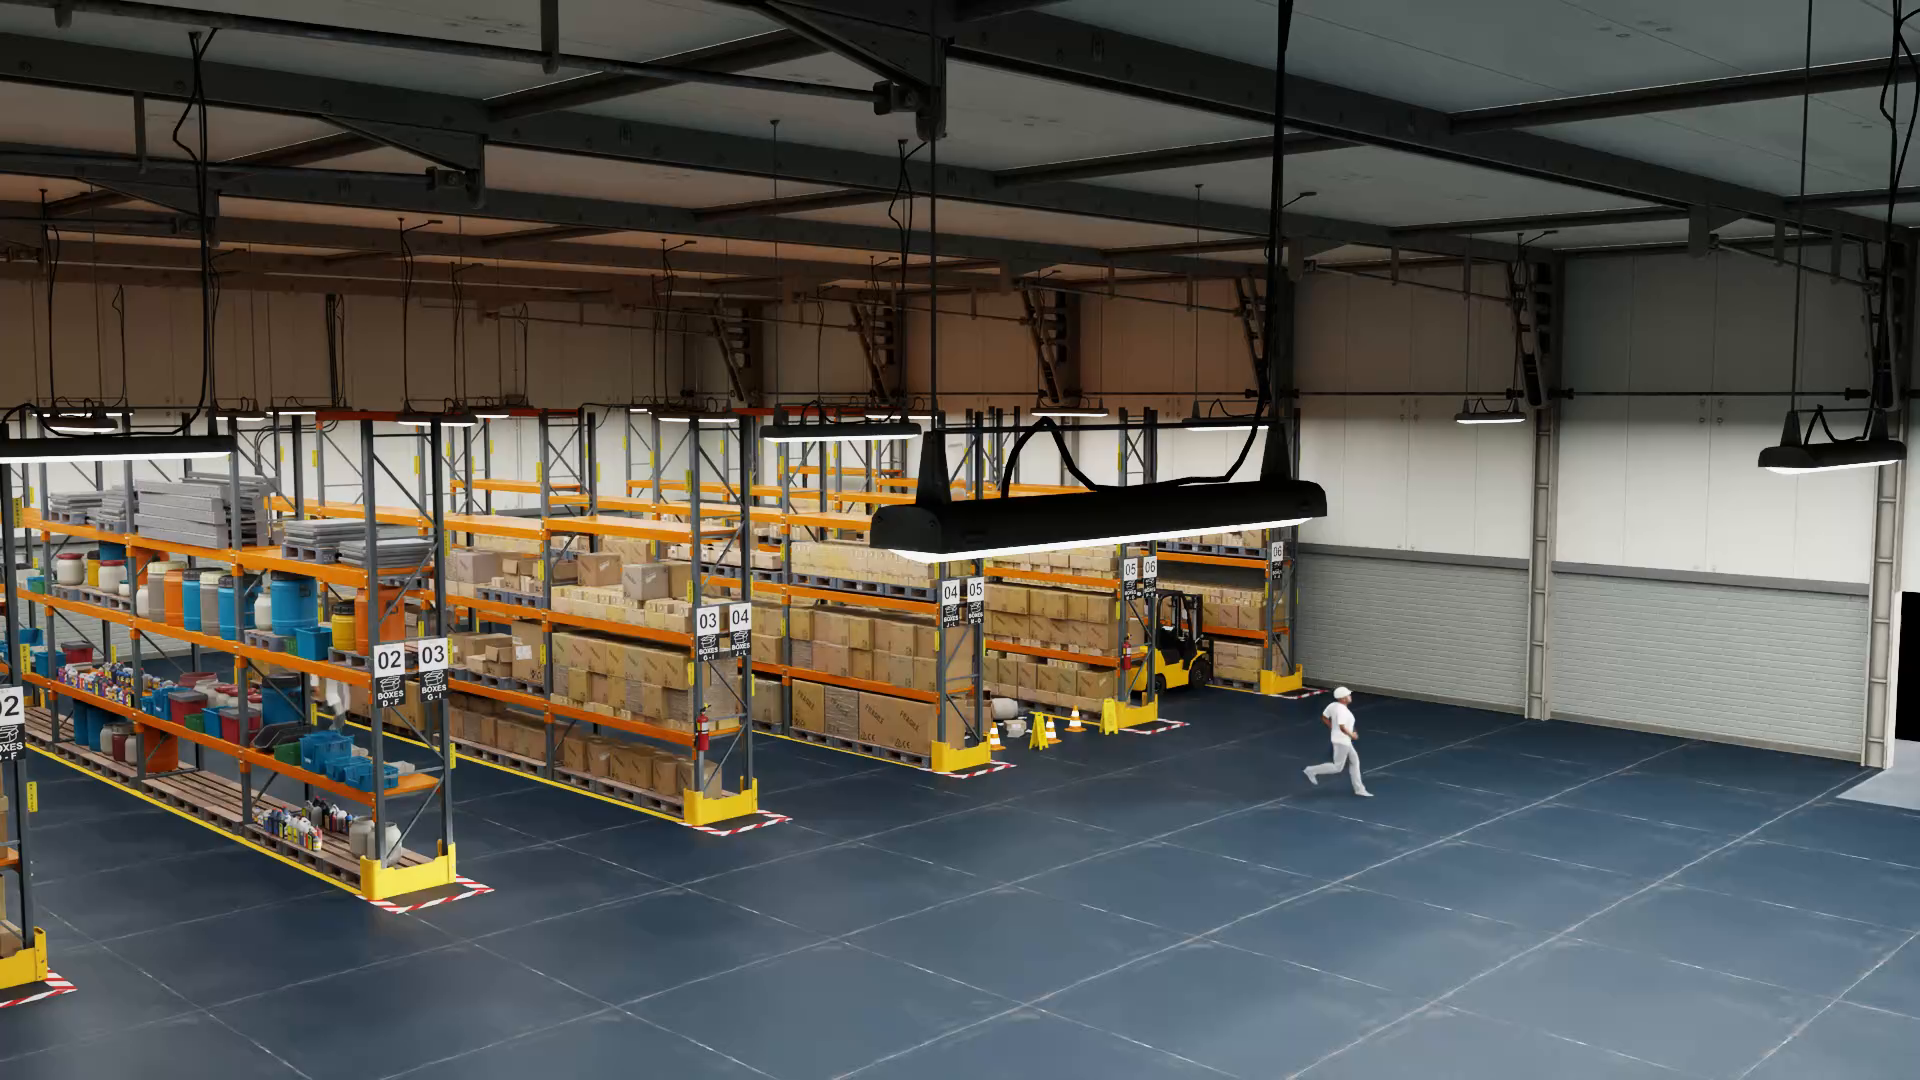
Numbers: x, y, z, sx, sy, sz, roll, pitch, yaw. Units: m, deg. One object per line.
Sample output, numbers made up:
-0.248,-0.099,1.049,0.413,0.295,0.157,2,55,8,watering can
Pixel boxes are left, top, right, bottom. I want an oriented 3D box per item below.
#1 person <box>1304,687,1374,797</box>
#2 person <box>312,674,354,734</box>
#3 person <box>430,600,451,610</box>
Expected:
5.943,3.174,26.028,1.102,1.757,0.670,1,5,7,person
-11.143,2.809,29.761,0.750,1.744,0.864,-4,7,-41,person
-12.647,1.881,40.014,0.639,1.832,0.790,1,5,12,person
